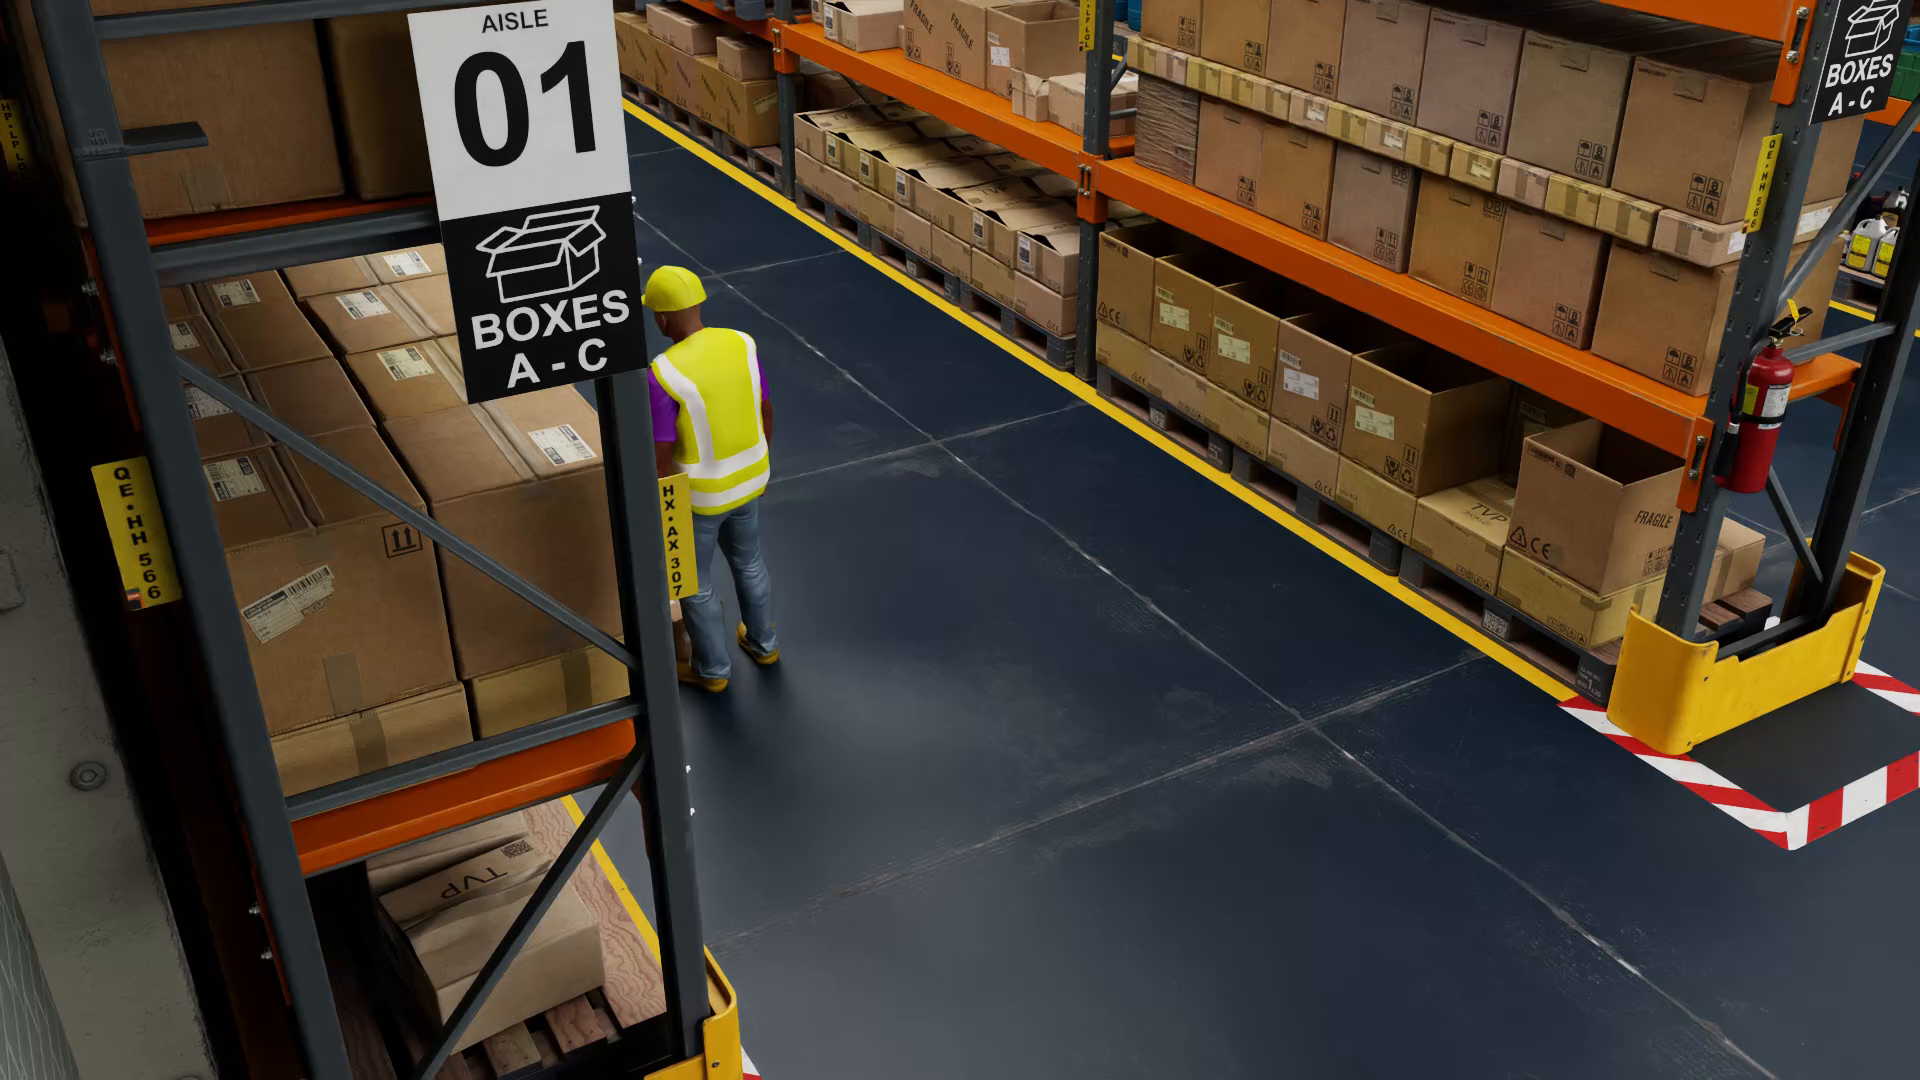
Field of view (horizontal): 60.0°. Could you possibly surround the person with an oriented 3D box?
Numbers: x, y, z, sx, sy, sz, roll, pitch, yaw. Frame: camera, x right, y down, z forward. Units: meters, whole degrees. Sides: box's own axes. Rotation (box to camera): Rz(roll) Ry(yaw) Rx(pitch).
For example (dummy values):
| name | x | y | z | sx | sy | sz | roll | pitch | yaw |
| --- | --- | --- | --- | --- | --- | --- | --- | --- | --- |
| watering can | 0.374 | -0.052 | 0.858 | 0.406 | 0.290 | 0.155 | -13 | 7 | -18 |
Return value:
| name | x | y | z | sx | sy | sz | roll | pitch | yaw |
| --- | --- | --- | --- | --- | --- | --- | --- | --- | --- |
| person | -0.993 | -0.226 | 6.519 | 0.462 | 1.759 | 0.632 | 24 | 37 | 37 |
